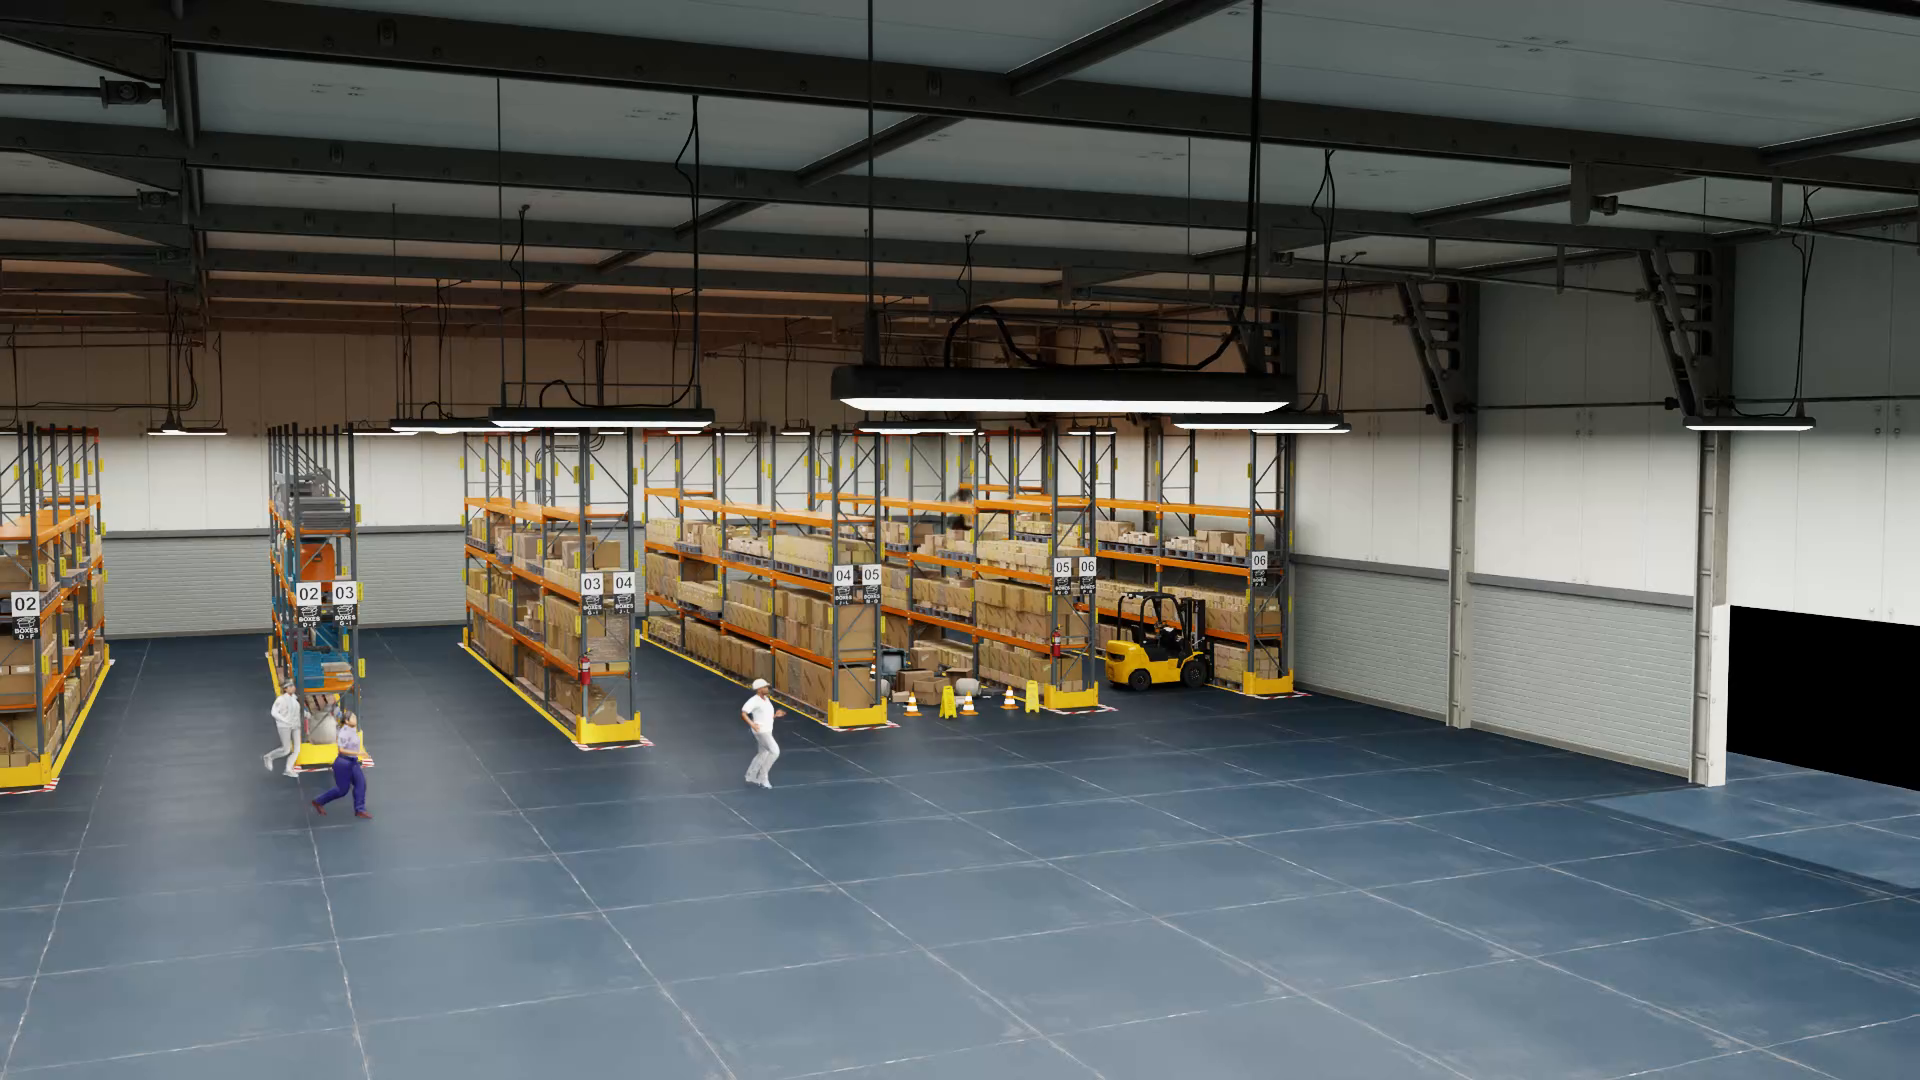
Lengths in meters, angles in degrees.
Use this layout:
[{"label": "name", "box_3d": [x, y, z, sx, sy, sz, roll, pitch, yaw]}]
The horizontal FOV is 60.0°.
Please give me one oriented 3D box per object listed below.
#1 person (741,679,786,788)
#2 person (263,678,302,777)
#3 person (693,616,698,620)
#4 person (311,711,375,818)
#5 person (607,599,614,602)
[{"label": "person", "box_3d": [-3.212, 3.180, 27.308, 0.687, 1.803, 0.675, 0, 4, 6]}, {"label": "person", "box_3d": [-11.470, 3.176, 28.278, 0.630, 1.666, 0.637, 1, 4, 19]}, {"label": "person", "box_3d": [-7.667, 1.944, 48.892, 0.873, 1.564, 0.603, 2, 4, 25]}, {"label": "person", "box_3d": [-9.265, 3.386, 24.952, 0.886, 1.633, 0.592, 0, 4, -6]}, {"label": "person", "box_3d": [-9.659, 2.107, 46.023, 0.606, 1.683, 0.670, -1, 4, -17]}]
